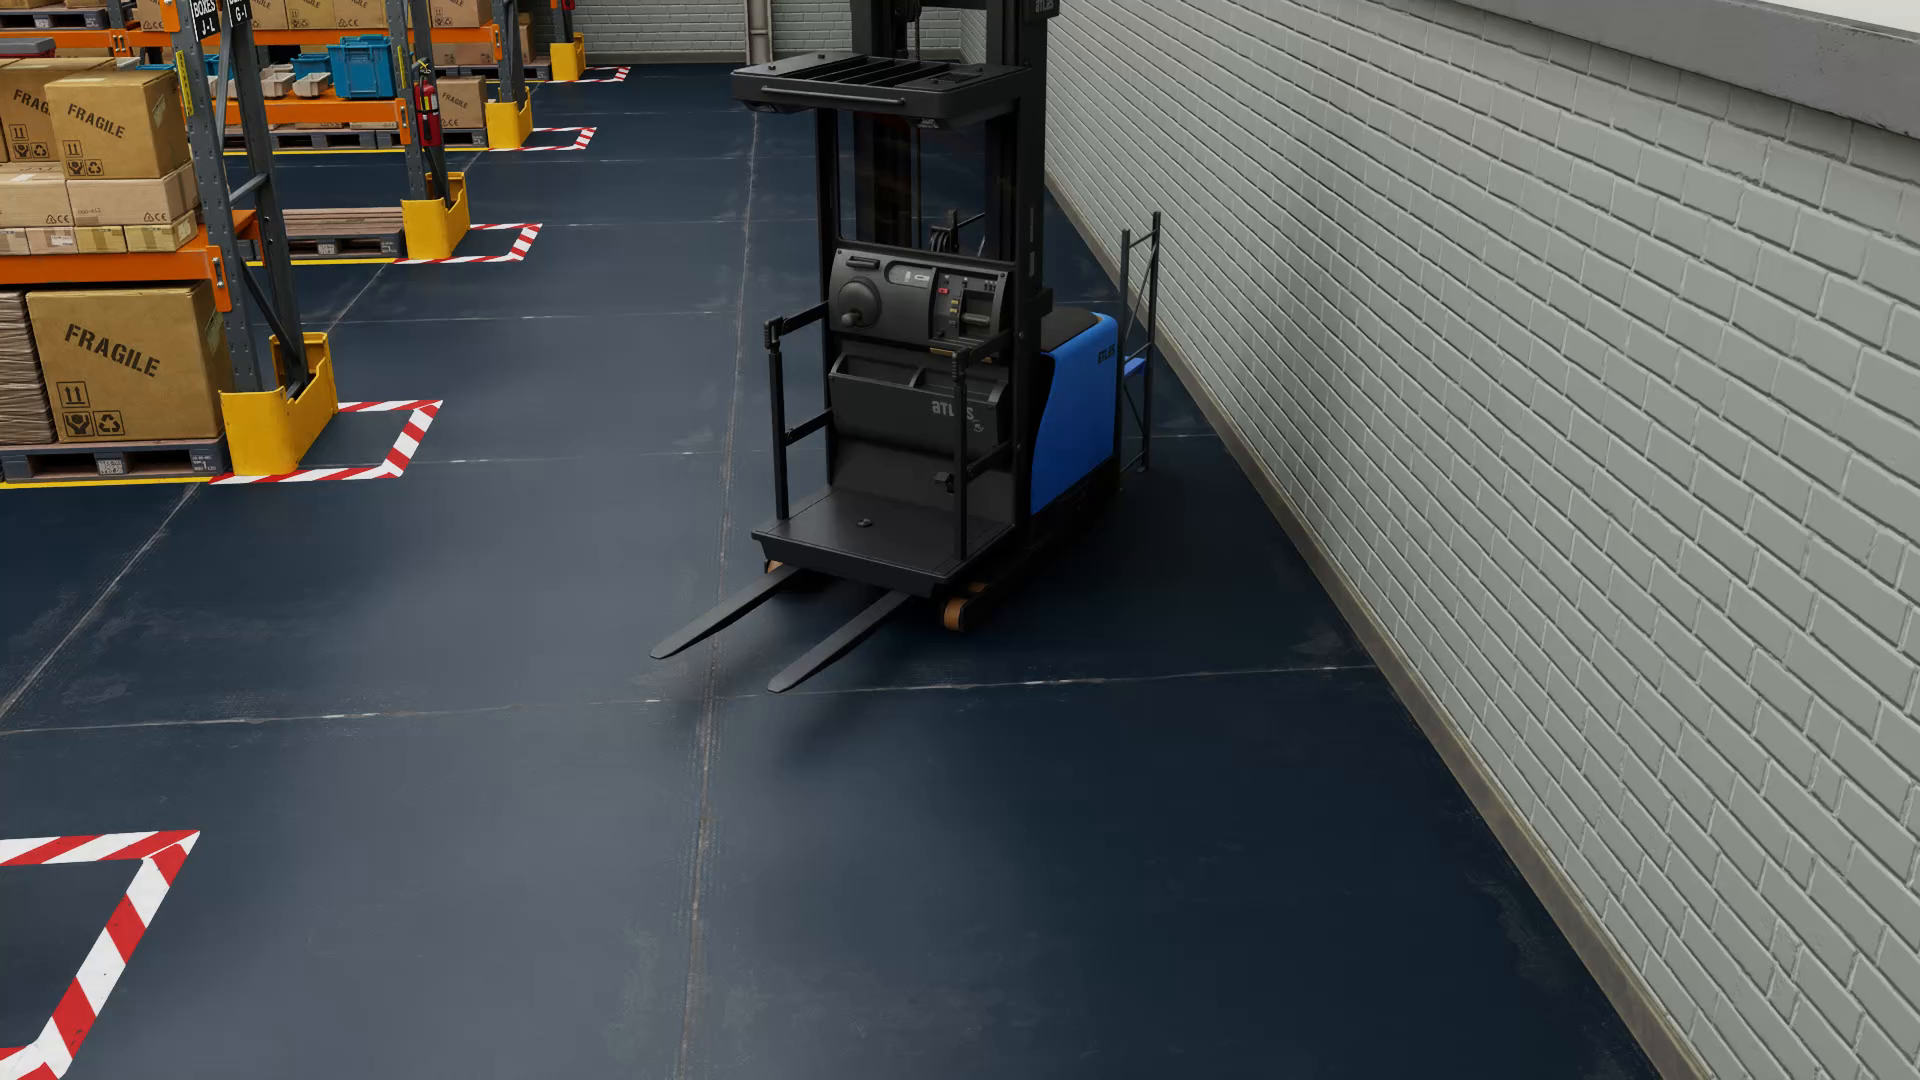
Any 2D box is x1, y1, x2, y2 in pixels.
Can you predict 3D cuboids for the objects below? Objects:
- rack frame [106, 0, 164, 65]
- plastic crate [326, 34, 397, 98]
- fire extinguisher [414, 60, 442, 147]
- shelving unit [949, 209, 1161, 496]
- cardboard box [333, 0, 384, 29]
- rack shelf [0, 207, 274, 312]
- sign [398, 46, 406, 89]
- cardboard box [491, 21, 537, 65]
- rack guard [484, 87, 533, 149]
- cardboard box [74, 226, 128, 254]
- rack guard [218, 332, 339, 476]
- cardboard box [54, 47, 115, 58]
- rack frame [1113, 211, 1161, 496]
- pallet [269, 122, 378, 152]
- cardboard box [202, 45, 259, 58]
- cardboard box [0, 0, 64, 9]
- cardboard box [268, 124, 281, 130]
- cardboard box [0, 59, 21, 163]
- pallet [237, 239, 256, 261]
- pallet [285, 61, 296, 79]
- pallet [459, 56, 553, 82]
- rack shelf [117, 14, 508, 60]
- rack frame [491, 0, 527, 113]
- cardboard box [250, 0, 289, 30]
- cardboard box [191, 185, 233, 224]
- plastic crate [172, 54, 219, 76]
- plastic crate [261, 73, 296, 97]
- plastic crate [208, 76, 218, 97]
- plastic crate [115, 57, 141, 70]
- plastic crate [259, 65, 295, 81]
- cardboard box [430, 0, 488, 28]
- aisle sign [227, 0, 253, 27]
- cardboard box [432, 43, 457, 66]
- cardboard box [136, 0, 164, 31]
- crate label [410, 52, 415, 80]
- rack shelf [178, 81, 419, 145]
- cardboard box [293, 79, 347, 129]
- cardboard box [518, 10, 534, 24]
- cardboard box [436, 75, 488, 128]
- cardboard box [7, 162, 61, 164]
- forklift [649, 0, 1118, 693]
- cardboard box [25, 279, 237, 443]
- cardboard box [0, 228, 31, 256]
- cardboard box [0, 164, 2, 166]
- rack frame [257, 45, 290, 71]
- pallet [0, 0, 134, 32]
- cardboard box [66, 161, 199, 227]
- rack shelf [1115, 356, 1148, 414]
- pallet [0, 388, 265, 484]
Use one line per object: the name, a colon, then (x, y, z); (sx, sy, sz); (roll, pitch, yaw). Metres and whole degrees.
rack frame: (-9.056, -5.821, 18.154); (0.127, 3.000, 1.000); (-2, 24, -5)
plastic crate: (-4.907, -3.933, 13.789); (0.499, 0.435, 0.616); (-2, 24, -5)
fire extinguisher: (-4.397, -3.595, 13.700); (0.183, 0.674, 0.296); (-2, 24, -5)
shelving unit: (0.521, -1.118, 9.418); (1.048, 1.500, 0.538); (12, 26, 24)
cardboard box: (-6.507, -5.859, 18.116); (0.500, 0.500, 0.500); (-2, 24, -5)
rack shelf: (-6.096, -1.568, 9.471); (4.000, 0.370, 1.077); (-2, 24, -5)
sign: (-4.522, -3.832, 13.477); (0.005, 0.325, 0.100); (-2, 24, -5)
cardboard box: (-6.253, -6.964, 23.286); (0.500, 0.500, 0.700); (-2, 24, -5)
rack guard: (-5.151, -4.836, 19.014); (0.348, 0.500, 1.175); (-2, 24, -5)
cardboard box: (-4.686, -1.704, 9.199); (0.250, 0.149, 0.380); (-2, 24, -5)
rack guard: (-4.081, -0.836, 10.014); (0.348, 0.500, 1.175); (-2, 24, -5)
cardboard box: (-11.910, -6.882, 22.670); (0.750, 0.750, 0.750); (-2, 24, -5)
rack frame: (0.974, -1.024, 9.208); (0.032, 1.500, 0.500); (12, 26, 24)
pallet: (-7.156, -4.624, 18.894); (1.213, 0.211, 1.003); (-2, 24, -5)
cardboard box: (-10.181, -6.955, 22.833); (0.750, 0.750, 0.750); (-2, 24, -5)
cardboard box: (-10.227, -6.077, 18.090); (0.500, 0.500, 0.700); (1, 24, 3)
cardboard box: (-7.757, -4.696, 18.568); (0.250, 0.166, 0.380); (-2, 24, -5)
cardboard box: (-5.622, -2.434, 9.428); (0.500, 0.500, 0.500); (-3, 24, -7)
pallet: (-6.628, -2.640, 14.429); (1.213, 0.211, 1.003); (-2, 24, -5)
pallet: (-8.782, -6.548, 23.222); (1.213, 0.211, 1.003); (-2, 24, -5)
pallet: (-6.354, -6.645, 23.441); (1.213, 0.211, 1.003); (-2, 24, -5)
rack shelf: (-7.066, -5.572, 18.480); (4.000, 0.370, 1.077); (-2, 24, -5)
rack frame: (-5.075, -5.981, 18.513); (0.127, 3.000, 1.000); (-2, 24, -5)
cardboard box: (-7.515, -5.818, 18.023); (0.500, 0.500, 0.500); (-2, 24, -5)
cardboard box: (-4.491, -1.981, 9.824); (0.250, 0.149, 0.380); (-2, 24, -5)
plastic crate: (-6.479, -3.988, 14.162); (0.300, 0.233, 0.416); (-2, 24, -5)
plastic crate: (-5.676, -3.774, 13.799); (0.243, 0.136, 0.396); (-2, 24, -5)
plastic crate: (-6.243, -3.734, 13.708); (0.250, 0.136, 0.298); (-2, 24, -5)
plastic crate: (-7.035, -3.779, 13.631); (0.530, 0.282, 0.437); (-2, 24, -5)
plastic crate: (-5.873, -4.002, 14.313); (0.298, 0.136, 0.250); (-2, 24, -5)
cardboard box: (-5.494, -5.899, 18.205); (0.500, 0.500, 0.500); (-2, 24, -4)
aisle sign: (-4.063, -3.289, 9.256); (0.004, 0.787, 0.394); (-2, 24, -5)
cardboard box: (-7.251, -6.924, 23.196); (0.500, 0.500, 0.700); (-3, 24, -7)
cardboard box: (-8.522, -5.777, 17.932); (0.500, 0.500, 0.500); (-2, 24, -4)
crate label: (-4.870, -4.053, 14.308); (0.303, 0.233, 0.416); (-2, 24, -5)
rack shelf: (-6.583, -3.570, 13.975); (4.000, 0.370, 1.077); (-2, 24, -5)
cardboard box: (-7.187, -4.959, 18.745); (0.637, 0.503, 0.797); (-2, 24, -5)
cardboard box: (-6.148, -7.347, 23.348); (0.250, 0.149, 0.380); (-2, 24, -5)
cardboard box: (-5.592, -4.919, 18.659); (0.500, 0.500, 0.500); (-2, 24, -5)
cardboard box: (-5.126, -2.111, 9.624); (0.500, 0.250, 0.500); (-3, 24, -6)
forklift: (-0.304, -1.116, 7.652); (1.130, 2.935, 3.031); (13, 27, 26)
cardboard box: (-4.734, -1.140, 9.720); (0.875, 0.875, 0.875); (-2, 24, -5)
cardboard box: (-5.185, -1.684, 9.156); (0.250, 0.149, 0.380); (-2, 24, -4)
cardboard box: (-5.573, -1.877, 9.099); (0.500, 0.250, 0.500); (-3, 24, -7)
rack frame: (-9.547, -7.823, 22.658); (0.127, 3.000, 1.000); (-2, 24, -5)
pallet: (-9.862, -5.746, 18.221); (1.213, 0.211, 1.003); (-2, 24, -5)
cardboard box: (-4.562, -1.918, 9.190); (0.500, 0.250, 0.500); (-3, 24, -6)
rack shelf: (0.521, -0.953, 9.491); (1.000, 0.185, 0.538); (12, 26, 24)
pallet: (-4.893, -0.639, 9.928); (1.213, 0.211, 1.003); (-2, 24, -5)
